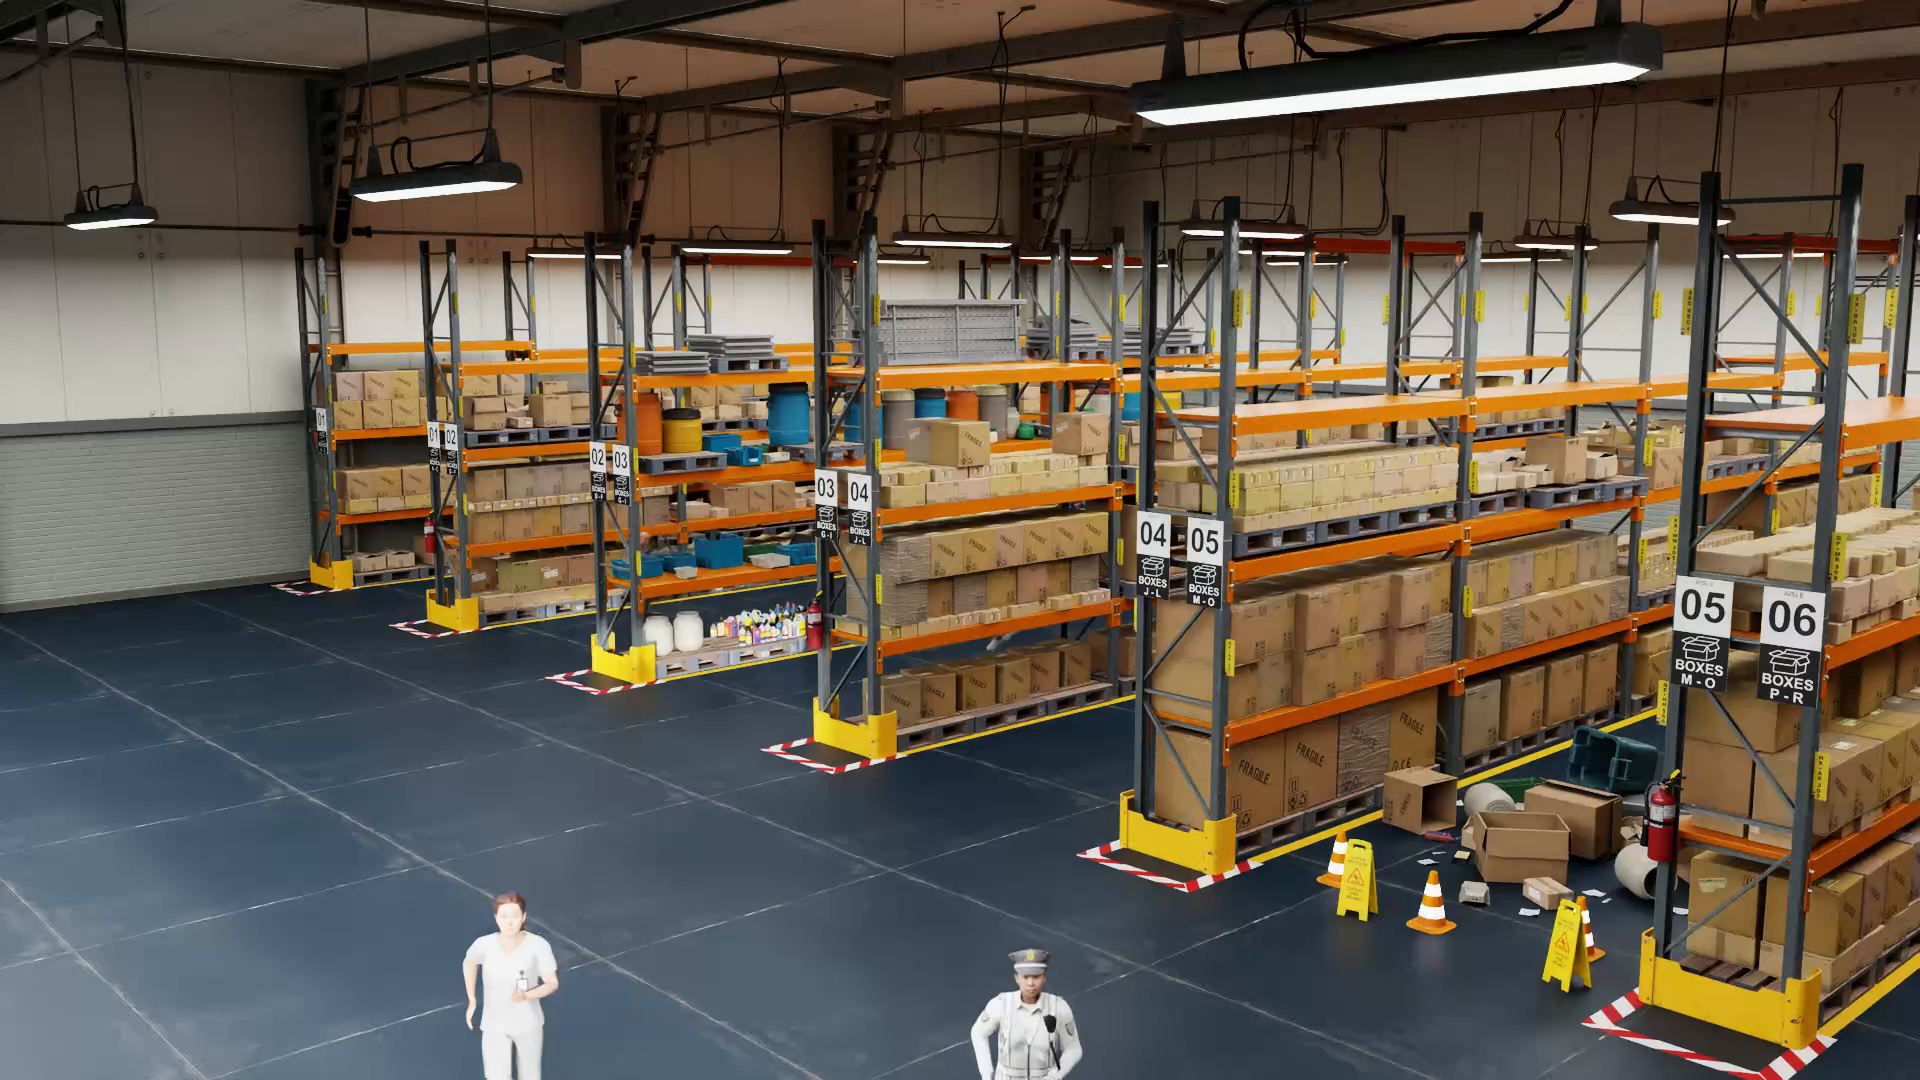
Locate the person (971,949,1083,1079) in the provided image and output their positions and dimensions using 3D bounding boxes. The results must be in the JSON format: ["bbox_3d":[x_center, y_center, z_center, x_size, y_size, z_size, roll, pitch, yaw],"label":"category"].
[{"bbox_3d":[0.371,3.035,9.093,0.608,1.656,0.517,0,8,-1],"label":"person"}]

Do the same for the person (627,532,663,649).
[{"bbox_3d":[-4.670,0.724,24.706,0.664,1.707,0.845,6,10,34],"label":"person"}]

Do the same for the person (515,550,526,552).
[{"bbox_3d":[-7.538,0.115,28.576,0.688,1.814,0.755,8,12,44],"label":"person"}]

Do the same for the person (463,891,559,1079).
[{"bbox_3d":[-2.643,2.904,9.826,0.541,1.715,0.830,-2,9,-15],"label":"person"}]

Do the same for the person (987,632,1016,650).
[{"bbox_3d":[0.580,0.630,23.231,0.575,1.717,0.761,6,10,37],"label":"person"}]
